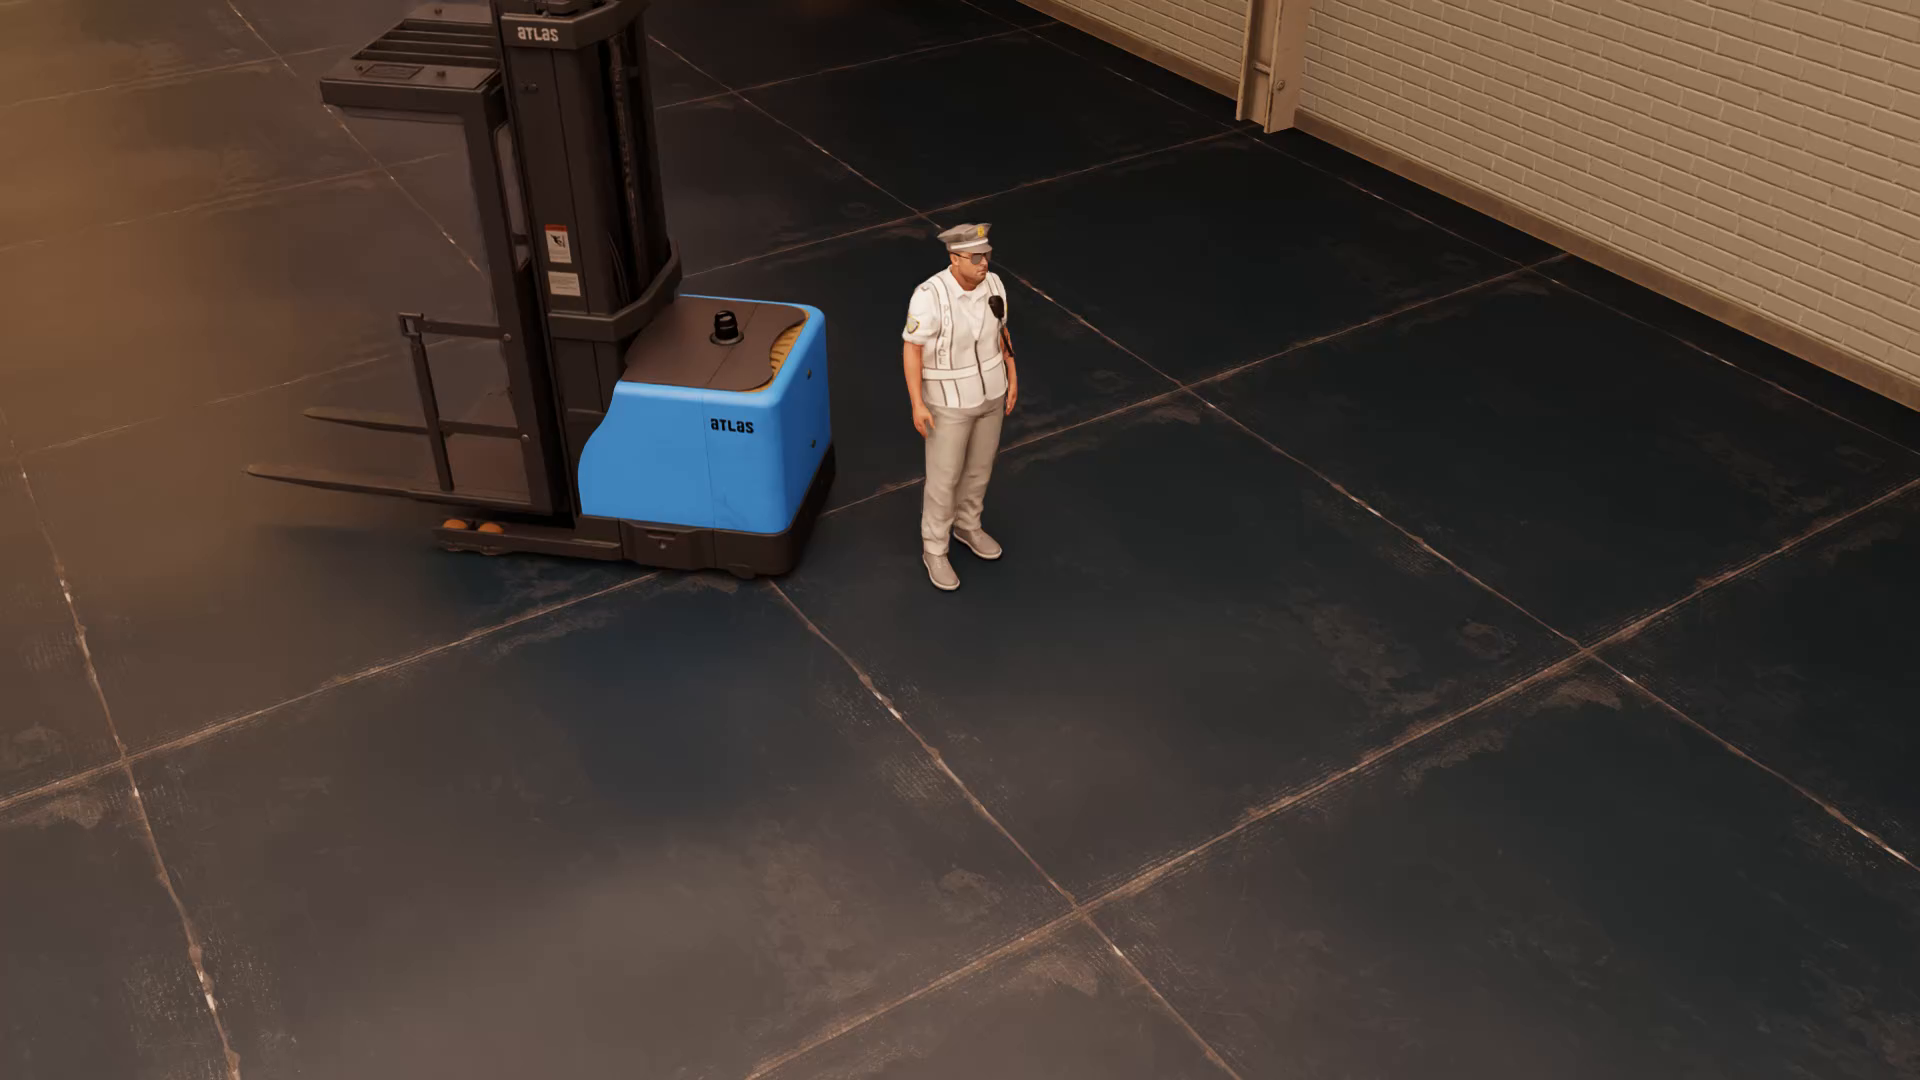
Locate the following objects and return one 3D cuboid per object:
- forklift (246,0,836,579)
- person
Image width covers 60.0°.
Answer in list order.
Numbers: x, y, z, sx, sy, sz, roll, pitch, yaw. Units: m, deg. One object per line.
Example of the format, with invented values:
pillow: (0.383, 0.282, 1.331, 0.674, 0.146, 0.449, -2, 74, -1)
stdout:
forklift: (-2.246, -1.410, 8.155, 3.031, 2.935, 1.130, 6, 36, 9)
person: (0.046, -0.684, 8.124, 0.660, 1.779, 0.545, -21, 40, -27)
